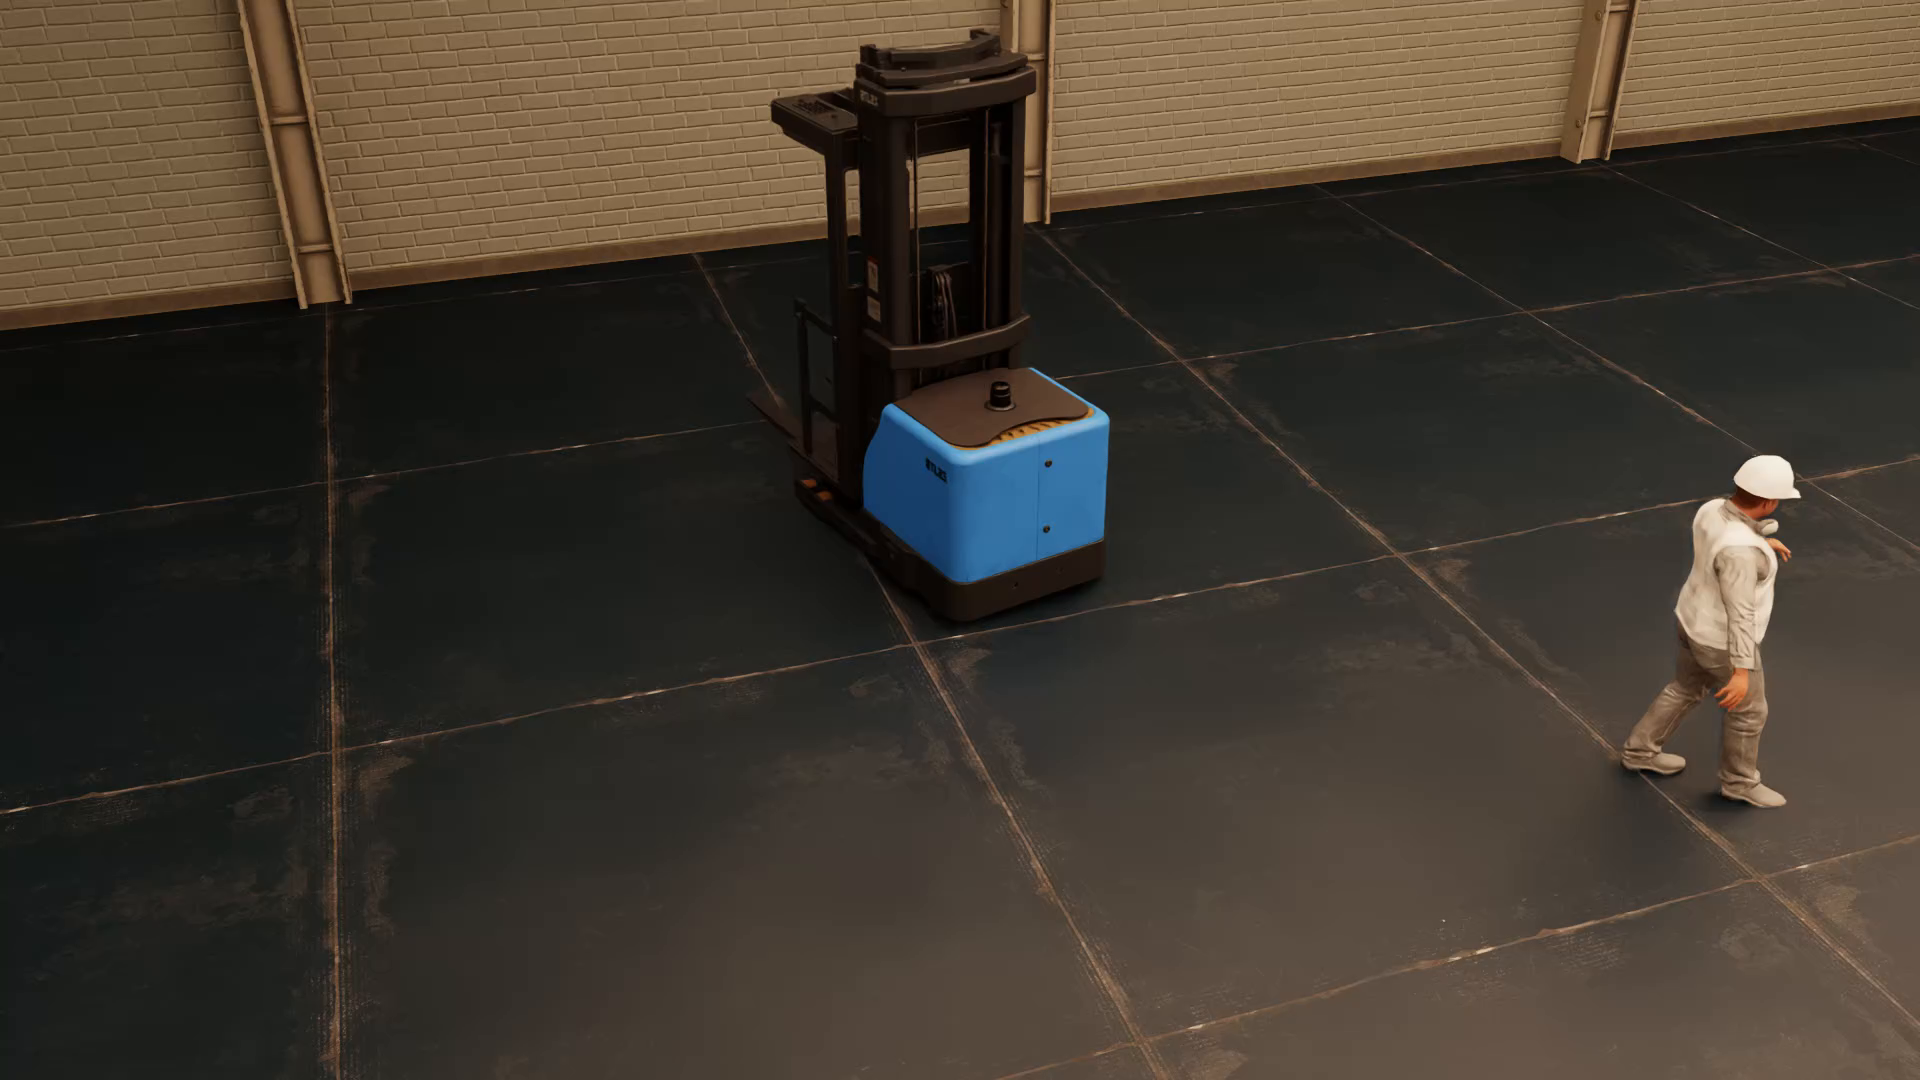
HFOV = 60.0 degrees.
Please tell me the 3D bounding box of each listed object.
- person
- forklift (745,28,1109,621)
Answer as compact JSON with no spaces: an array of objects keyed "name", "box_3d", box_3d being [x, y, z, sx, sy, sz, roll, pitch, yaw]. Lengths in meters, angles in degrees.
[{"name":"person","box_3d":[3.556,0.426,7.558,0.721,1.758,0.967,2,30,4]},{"name":"forklift","box_3d":[-0.375,-1.520,9.728,1.130,2.935,3.031,-17,34,-27]}]
